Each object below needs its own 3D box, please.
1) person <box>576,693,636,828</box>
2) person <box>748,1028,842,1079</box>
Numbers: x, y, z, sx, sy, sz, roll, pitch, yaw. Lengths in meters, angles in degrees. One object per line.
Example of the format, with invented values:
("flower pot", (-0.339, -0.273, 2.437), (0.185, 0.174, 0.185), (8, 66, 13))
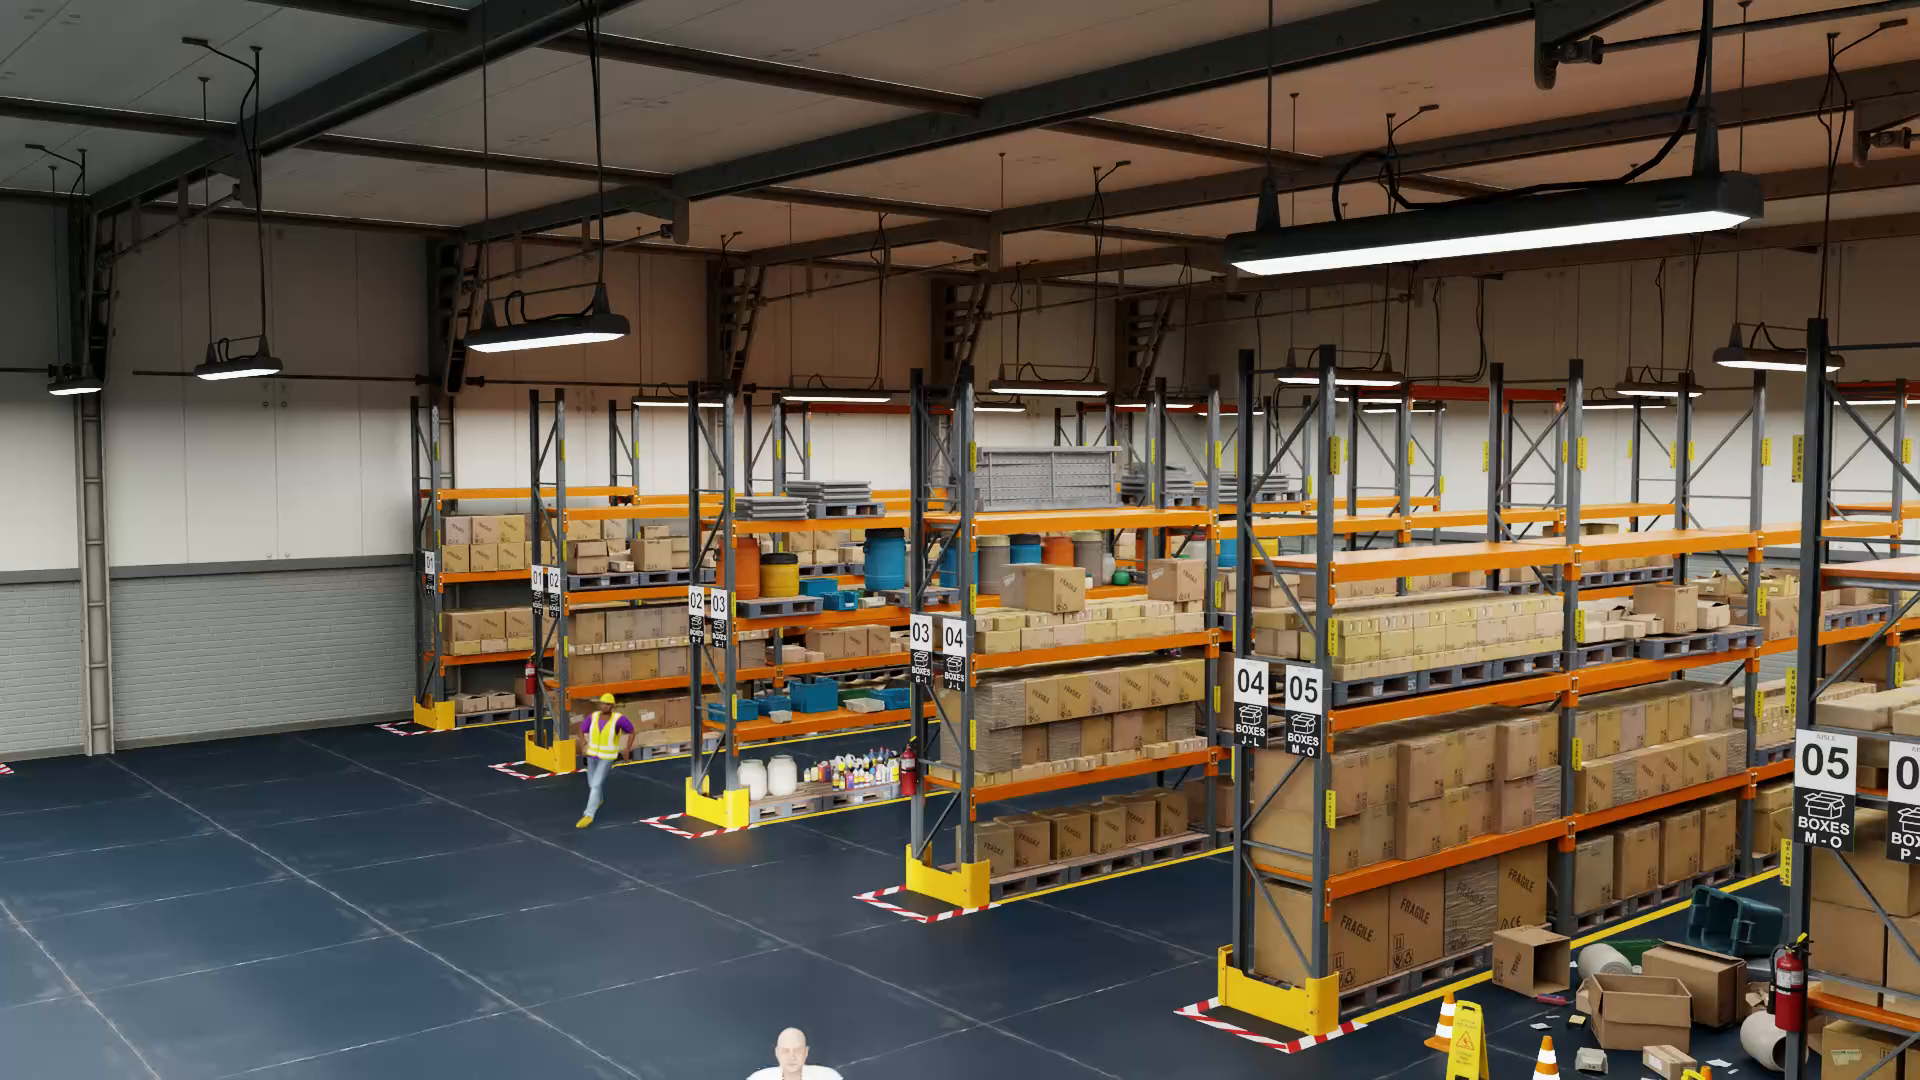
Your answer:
("person", (-4.855, 2.948, 22.553), (0.758, 1.750, 0.958), (1, 3, 13))
("person", (-0.990, 3.717, 9.721), (0.710, 1.743, 0.630), (0, 3, 0))
